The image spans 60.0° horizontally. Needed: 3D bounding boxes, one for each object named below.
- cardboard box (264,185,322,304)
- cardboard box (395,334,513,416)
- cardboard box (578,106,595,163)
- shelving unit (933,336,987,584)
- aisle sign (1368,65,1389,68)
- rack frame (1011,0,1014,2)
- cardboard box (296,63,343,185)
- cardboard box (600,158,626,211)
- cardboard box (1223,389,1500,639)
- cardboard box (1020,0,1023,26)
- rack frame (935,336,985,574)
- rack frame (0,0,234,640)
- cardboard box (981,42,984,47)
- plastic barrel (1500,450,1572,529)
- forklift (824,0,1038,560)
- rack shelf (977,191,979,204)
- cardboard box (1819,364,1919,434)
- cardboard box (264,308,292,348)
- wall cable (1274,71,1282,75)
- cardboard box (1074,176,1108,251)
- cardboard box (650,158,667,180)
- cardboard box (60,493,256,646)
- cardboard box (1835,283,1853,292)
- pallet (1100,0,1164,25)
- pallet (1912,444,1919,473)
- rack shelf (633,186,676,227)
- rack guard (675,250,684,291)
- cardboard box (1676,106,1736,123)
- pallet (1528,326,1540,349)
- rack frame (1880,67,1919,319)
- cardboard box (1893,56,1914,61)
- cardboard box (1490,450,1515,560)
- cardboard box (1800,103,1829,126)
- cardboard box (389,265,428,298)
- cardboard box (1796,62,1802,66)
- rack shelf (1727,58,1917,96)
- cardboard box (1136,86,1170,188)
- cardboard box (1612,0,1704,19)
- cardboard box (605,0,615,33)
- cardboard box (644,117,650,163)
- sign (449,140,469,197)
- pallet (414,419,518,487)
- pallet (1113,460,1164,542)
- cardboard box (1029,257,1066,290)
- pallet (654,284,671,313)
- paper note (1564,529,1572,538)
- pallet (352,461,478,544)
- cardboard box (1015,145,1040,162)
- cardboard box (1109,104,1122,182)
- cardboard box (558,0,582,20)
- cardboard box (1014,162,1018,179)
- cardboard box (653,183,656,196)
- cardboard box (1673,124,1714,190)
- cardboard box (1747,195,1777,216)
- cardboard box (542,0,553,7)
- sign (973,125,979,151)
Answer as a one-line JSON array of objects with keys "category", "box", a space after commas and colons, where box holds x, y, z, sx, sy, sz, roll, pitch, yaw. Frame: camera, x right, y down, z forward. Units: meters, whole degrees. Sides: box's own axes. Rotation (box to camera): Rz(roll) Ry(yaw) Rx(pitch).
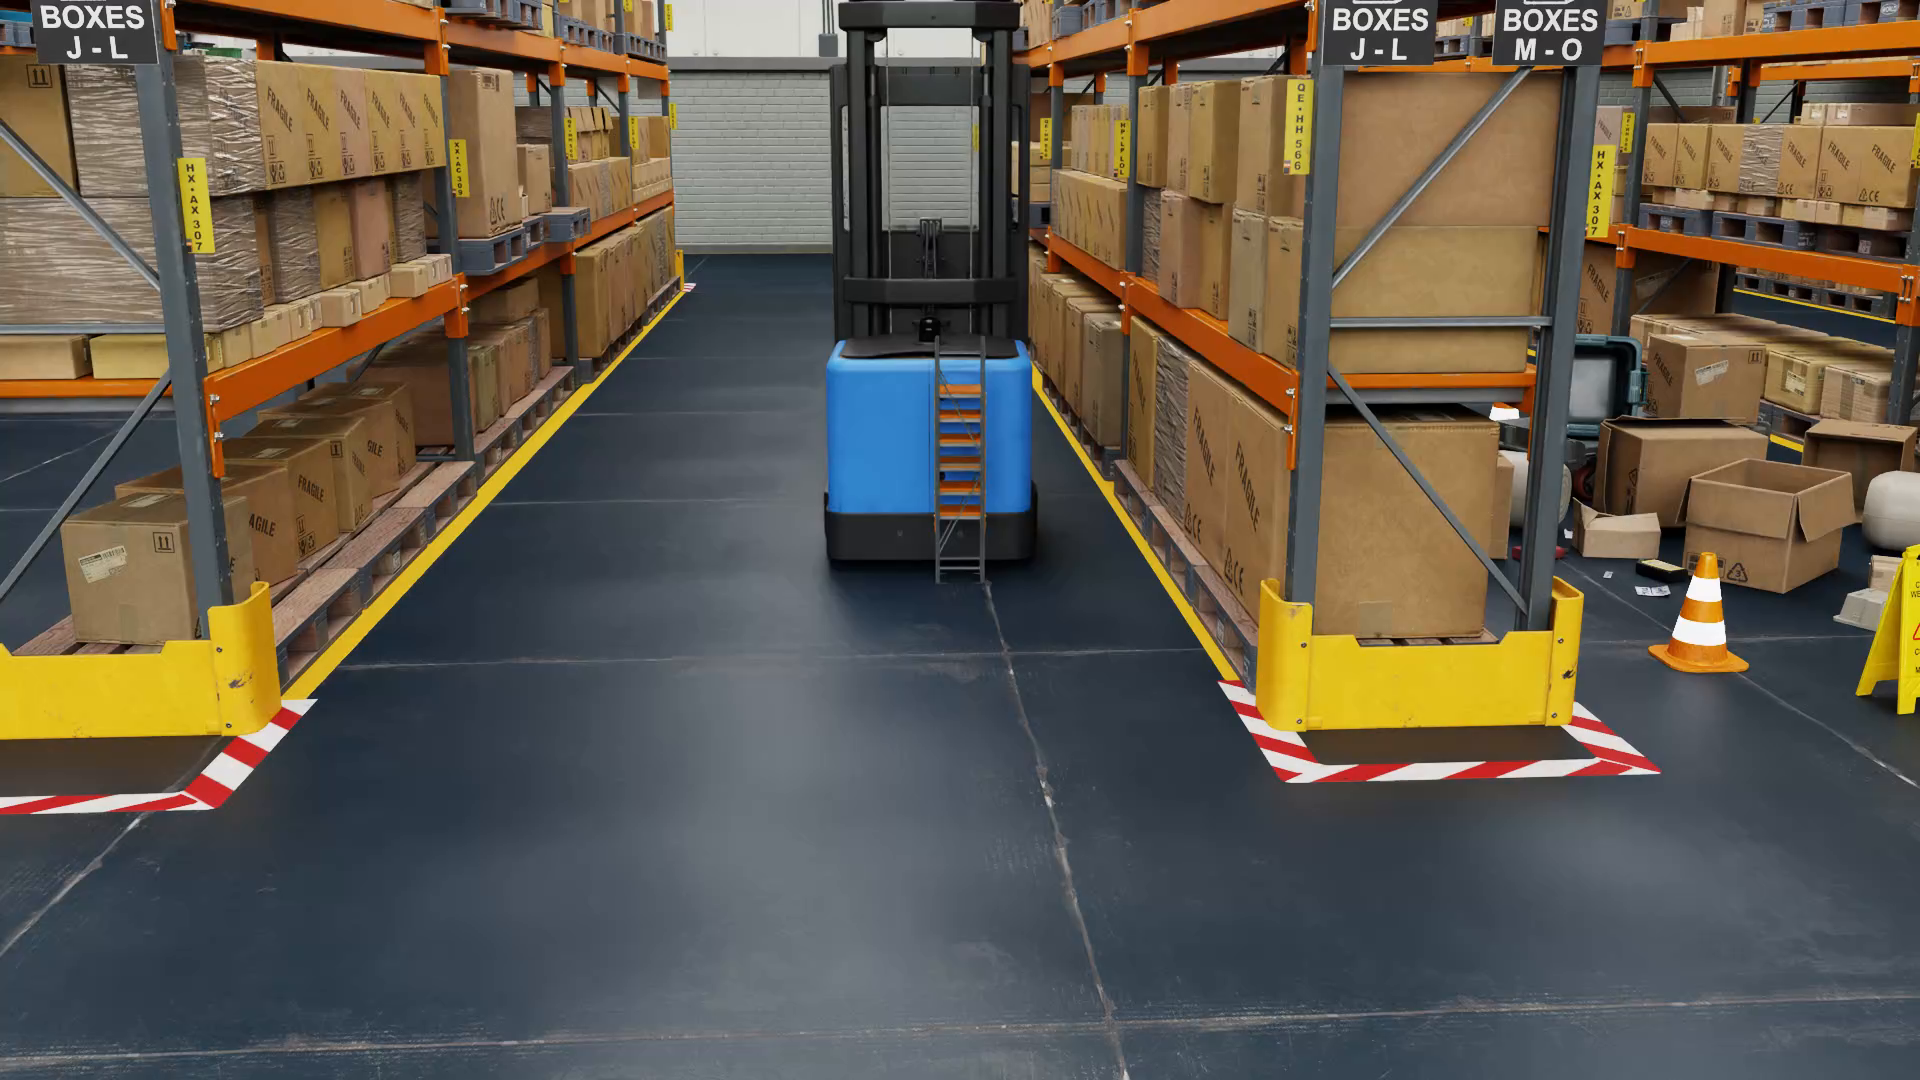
[{"category": "cardboard box", "box": [-3.357, -1.317, 7.328, 0.875, 0.500, 0.500, -1, 14, -3]}, {"category": "cardboard box", "box": [-3.522, -1.148, 11.603, 0.700, 0.500, 0.500, -2, 15, -8]}, {"category": "cardboard box", "box": [-3.823, -3.775, 15.463, 0.797, 0.503, 0.637, 0, 14, -2]}, {"category": "shelving unit", "box": [0.000, -0.386, 8.119, 0.258, 1.200, 0.189, 0, 14, 0]}, {"category": "aisle sign", "box": [5.394, -6.144, 21.671, 0.394, 0.787, 0.004, -1, 14, -3]}, {"category": "rack frame", "box": [1.001, -6.681, 16.934, 1.000, 3.000, 0.127, -1, 14, -3]}, {"category": "cardboard box", "box": [-3.031, -1.806, 7.223, 0.500, 0.500, 0.500, -1, 14, -3]}, {"category": "cardboard box", "box": [-3.630, -3.537, 16.555, 0.500, 0.500, 0.500, 0, 14, -2]}, {"category": "cardboard box", "box": [1.637, -0.133, 6.946, 0.875, 0.875, 0.875, -1, 14, -3]}, {"category": "cardboard box", "box": [0.846, -5.167, 16.403, 0.500, 0.311, 0.500, -1, 14, -4]}, {"category": "rack frame", "box": [-0.001, -0.409, 8.208, 0.240, 1.200, 0.006, 0, 14, 0]}, {"category": "rack frame", "box": [-3.212, -0.740, 5.882, 1.000, 3.000, 0.127, -1, 14, -3]}, {"category": "cardboard box", "box": [0.522, -6.277, 20.681, 0.500, 0.250, 0.500, -1, 14, -3]}, {"category": "plastic barrel", "box": [3.098, -0.280, 9.265, 0.512, 0.421, 0.421, 10, 18, 35]}, {"category": "forklift", "box": [-0.162, -1.627, 9.466, 1.130, 2.935, 3.031, 0, 14, 0]}, {"category": "rack shelf", "box": [0.877, -3.925, 19.704, 1.077, 0.370, 4.000, -1, 14, -3]}, {"category": "cardboard box", "box": [6.396, -0.949, 11.125, 0.950, 0.372, 0.625, -1, 14, -3]}, {"category": "cardboard box", "box": [-3.025, -0.879, 6.929, 0.380, 0.149, 0.250, -1, 14, -3]}, {"category": "wall cable", "box": [5.315, -6.781, 27.261, 0.585, 1.953, 0.123, -1, 14, -3]}, {"category": "cardboard box", "box": [1.101, -2.338, 11.892, 0.500, 0.500, 0.500, -1, 14, -4]}, {"category": "cardboard box", "box": [-3.878, -4.548, 20.386, 0.500, 0.250, 0.500, -1, 14, -4]}, {"category": "cardboard box", "box": [-3.234, 0.112, 6.746, 0.500, 0.500, 0.500, 2, 15, 7]}, {"category": "cardboard box", "box": [10.539, -3.057, 19.532, 0.396, 0.266, 0.258, 0, 14, -1]}, {"category": "pallet", "box": [1.391, -3.373, 10.482, 0.805, 0.209, 1.217, -1, 15, -6]}, {"category": "pallet", "box": [6.508, -0.371, 10.044, 1.003, 0.211, 1.213, -1, 14, -3]}, {"category": "rack shelf", "box": [-4.079, -3.873, 19.504, 1.077, 0.370, 4.000, -1, 14, -3]}, {"category": "rack guard", "box": [-4.205, -3.514, 21.682, 1.175, 0.500, 0.348, -1, 14, -3]}, {"category": "cardboard box", "box": [6.397, -3.542, 14.564, 0.500, 0.500, 0.500, -1, 14, -5]}, {"category": "pallet", "box": [6.137, -2.032, 16.500, 1.003, 0.211, 1.213, -1, 14, -3]}, {"category": "rack frame", "box": [10.889, -3.955, 18.377, 1.000, 3.000, 0.127, -1, 14, -3]}, {"category": "cardboard box", "box": [10.572, -5.371, 18.365, 0.380, 0.149, 0.250, -1, 14, -4]}, {"category": "cardboard box", "box": [2.617, -0.207, 8.821, 0.500, 0.500, 0.500, 2, 15, 6]}, {"category": "cardboard box", "box": [6.081, -2.948, 11.522, 0.380, 0.149, 0.250, -2, 15, -6]}, {"category": "cardboard box", "box": [-3.065, -1.378, 8.867, 0.380, 0.149, 0.250, -1, 14, -3]}, {"category": "cardboard box", "box": [10.484, -5.880, 20.343, 0.380, 0.149, 0.250, -1, 14, -4]}, {"category": "rack shelf", "box": [10.765, -5.557, 20.026, 1.077, 0.370, 4.000, -1, 14, -3]}, {"category": "cardboard box", "box": [1.485, -2.289, 9.437, 0.875, 0.550, 0.550, -1, 14, -3]}, {"category": "cardboard box", "box": [6.009, -4.680, 14.126, 0.797, 0.503, 0.637, -2, 15, -7]}, {"category": "cardboard box", "box": [-4.064, -5.671, 17.783, 0.700, 0.500, 0.500, -2, 15, -7]}, {"category": "cardboard box", "box": [-3.790, -4.534, 18.827, 0.500, 0.500, 0.500, -1, 14, -5]}, {"category": "sign", "box": [-2.919, -2.164, 9.681, 0.100, 0.325, 0.005, -1, 14, -3]}, {"category": "pallet", "box": [-3.510, -0.578, 10.848, 1.003, 0.211, 1.213, -1, 14, -3]}, {"category": "pallet", "box": [1.466, -0.245, 9.556, 1.003, 0.211, 1.213, -1, 14, -3]}, {"category": "cardboard box", "box": [0.903, -2.428, 15.113, 0.500, 0.250, 0.500, -1, 14, -3]}, {"category": "pallet", "box": [-4.003, -2.868, 19.751, 1.003, 0.211, 1.213, -1, 14, -3]}, {"category": "paper note", "box": [3.407, -0.035, 9.117, 0.172, 0.023, 0.155, 4, 15, 16]}, {"category": "pallet", "box": [-3.383, -0.218, 9.449, 1.003, 0.211, 1.213, -1, 14, -3]}, {"category": "cardboard box", "box": [0.702, -3.520, 15.153, 0.380, 0.149, 0.250, -1, 14, -3]}, {"category": "cardboard box", "box": [1.395, -2.696, 11.277, 0.700, 0.500, 0.500, -1, 14, -3]}, {"category": "cardboard box", "box": [-3.856, -4.943, 15.149, 0.797, 0.503, 0.637, -1, 14, -4]}, {"category": "cardboard box", "box": [0.699, -3.378, 15.202, 0.380, 0.149, 0.250, -1, 14, -4]}, {"category": "cardboard box", "box": [-3.740, -4.069, 19.325, 0.380, 0.149, 0.250, -1, 14, -5]}, {"category": "cardboard box", "box": [6.019, -3.033, 13.156, 0.500, 0.500, 0.500, 0, 14, -1]}, {"category": "cardboard box", "box": [6.070, -2.478, 12.298, 0.380, 0.149, 0.250, 0, 14, -2]}, {"category": "cardboard box", "box": [-3.429, -4.358, 12.720, 0.500, 0.500, 0.500, -1, 14, -2]}, {"category": "sign", "box": [0.212, -5.181, 21.407, 0.100, 0.325, 0.005, -1, 14, -3]}]
